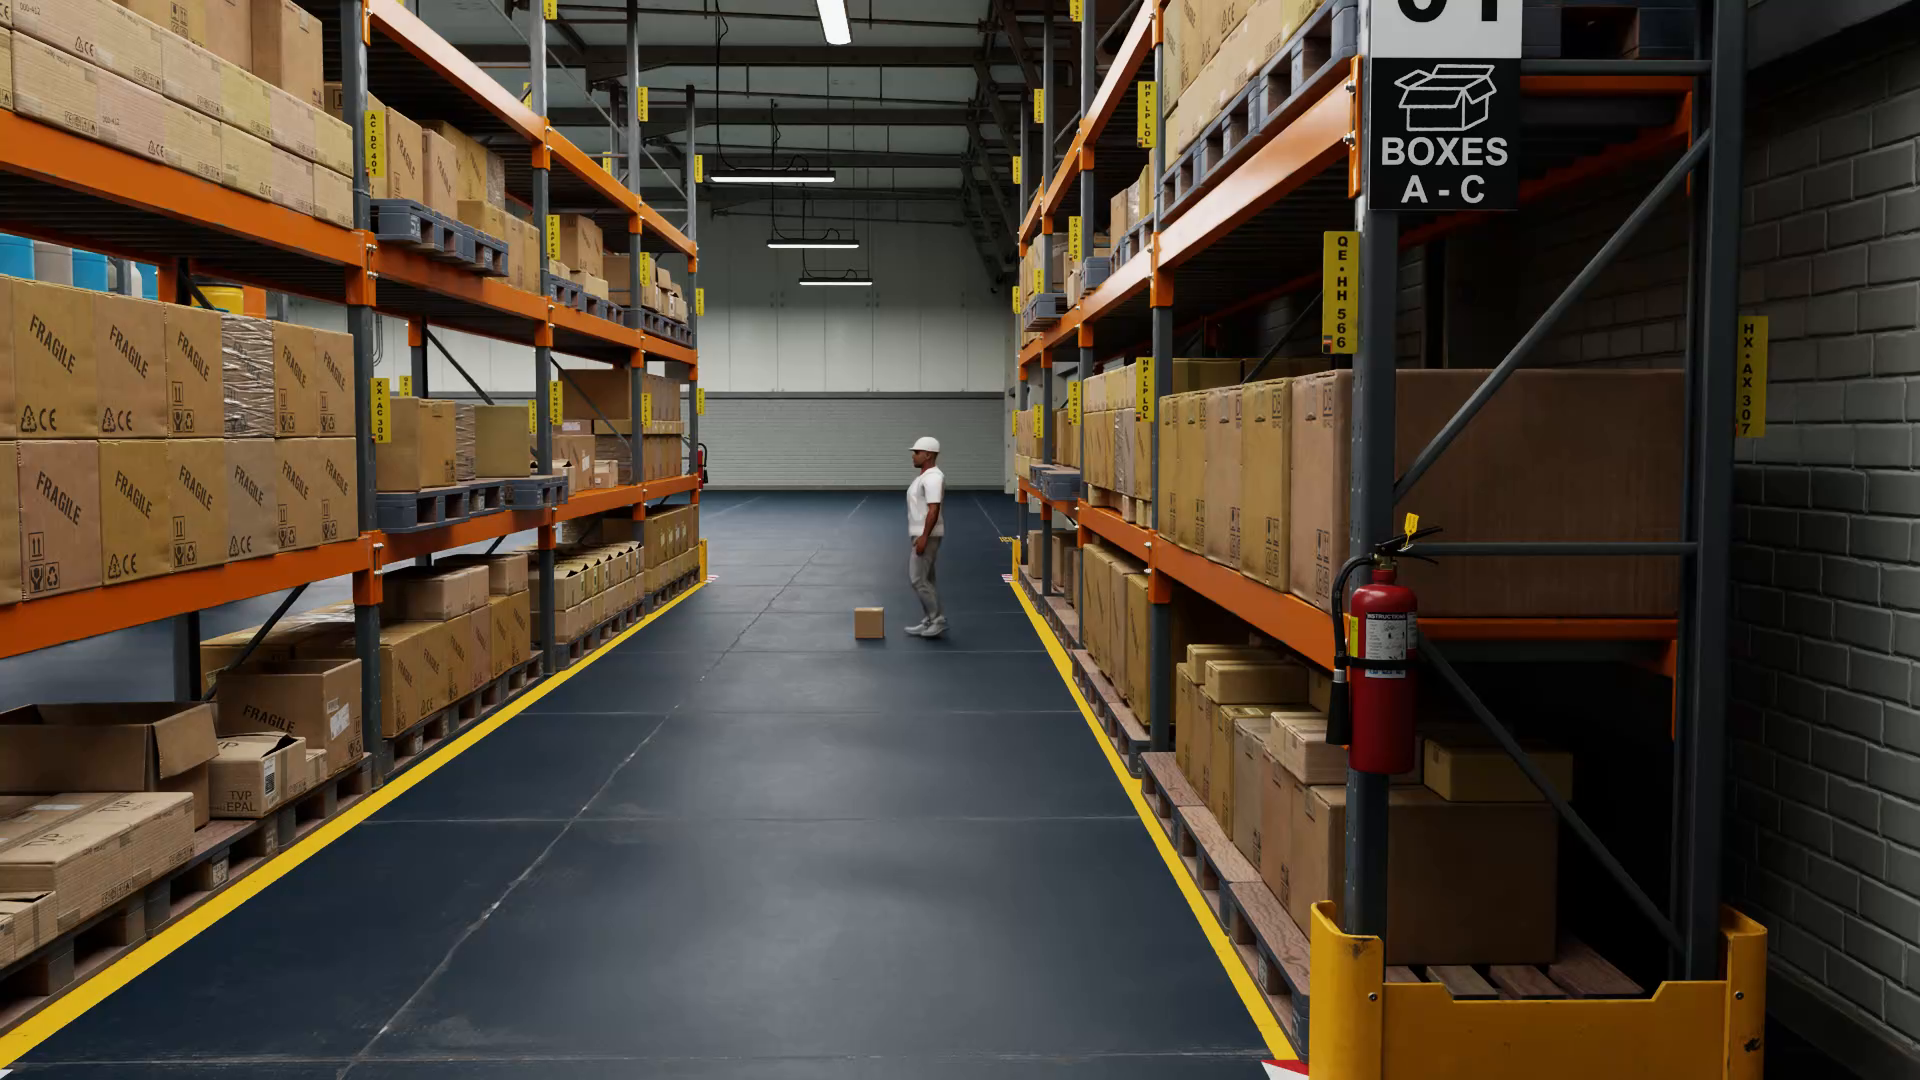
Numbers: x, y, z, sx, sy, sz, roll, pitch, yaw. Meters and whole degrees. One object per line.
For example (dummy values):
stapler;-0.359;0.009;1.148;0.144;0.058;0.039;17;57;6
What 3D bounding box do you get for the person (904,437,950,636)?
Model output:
person;-0.295;-0.032;14.799;0.393;1.766;0.583;0;4;-6
